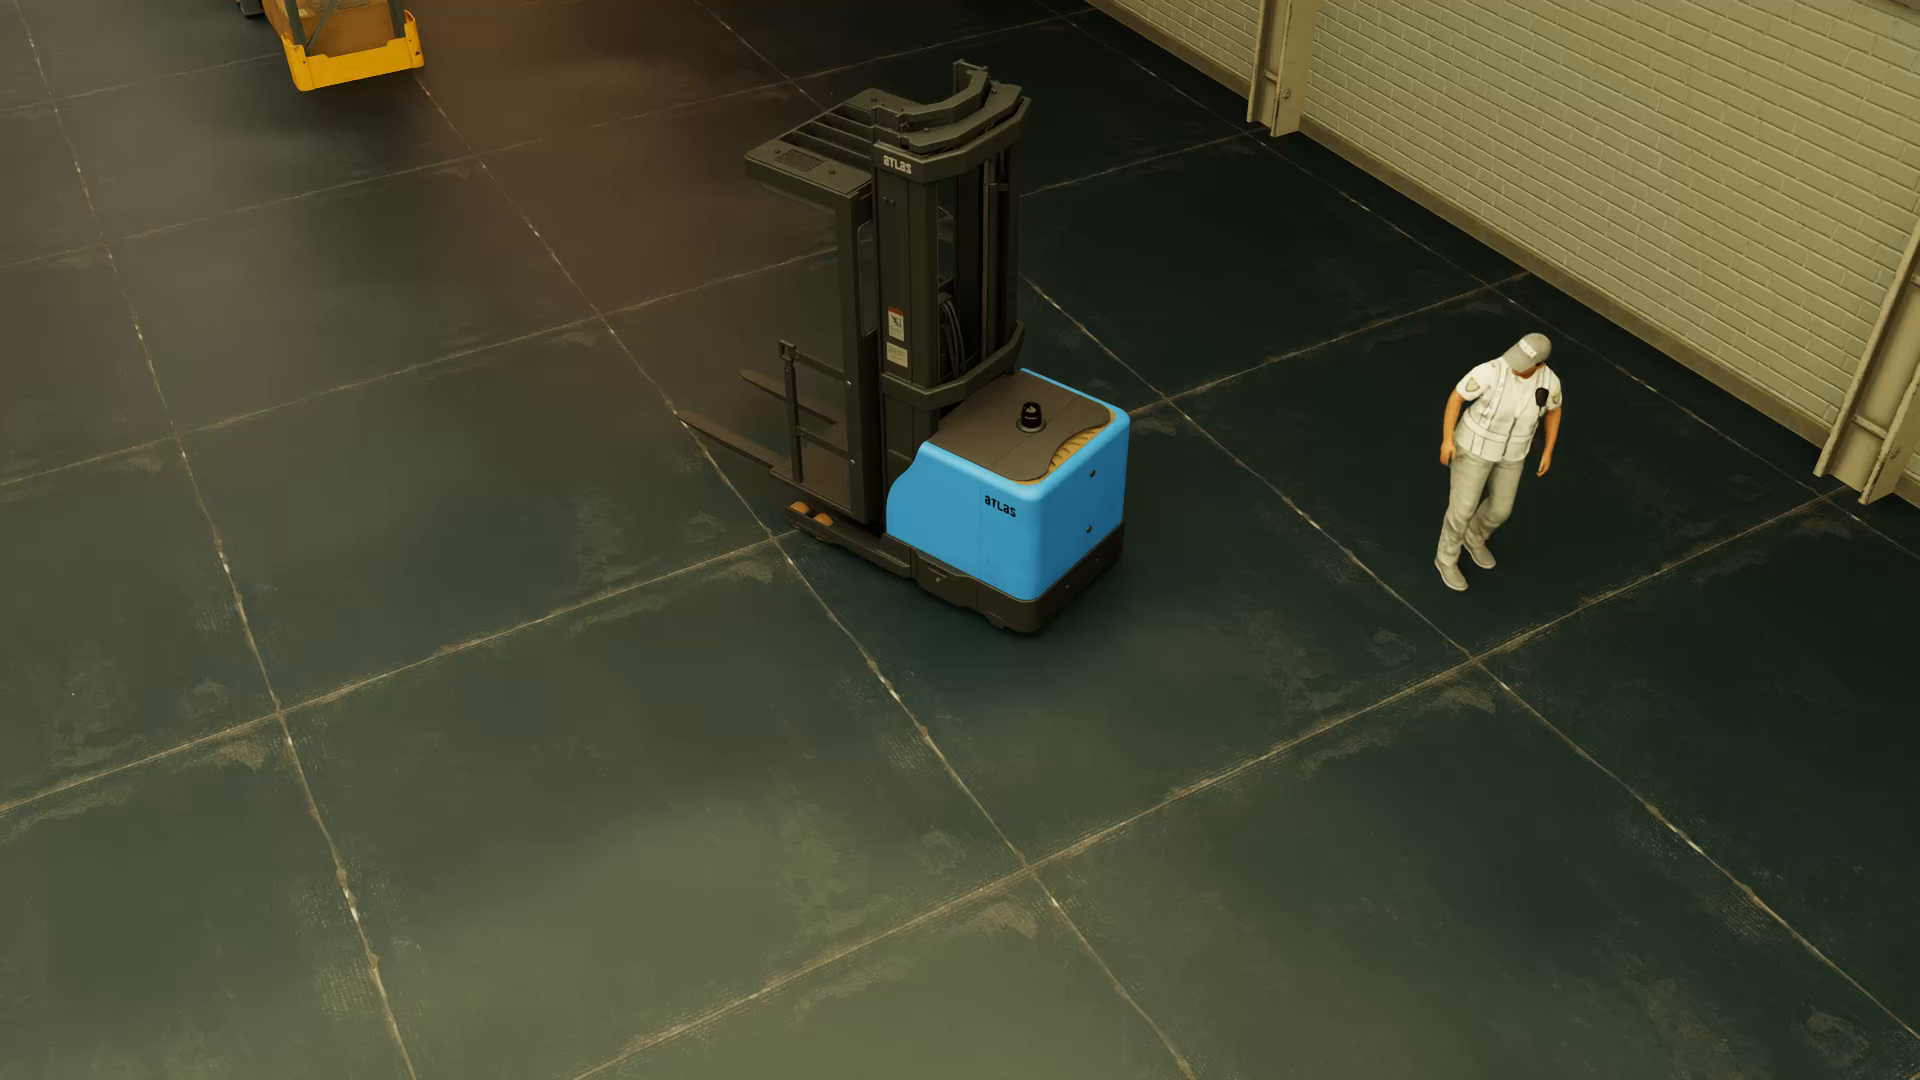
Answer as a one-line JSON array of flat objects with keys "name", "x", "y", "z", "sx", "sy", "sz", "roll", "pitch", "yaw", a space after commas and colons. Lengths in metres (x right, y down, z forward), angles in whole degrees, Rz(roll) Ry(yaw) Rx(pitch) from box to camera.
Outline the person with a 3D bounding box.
[{"name": "person", "x": 3.125, "y": -0.487, "z": 9.633, "sx": 0.685, "sy": 1.648, "sz": 0.508, "roll": -4, "pitch": 40, "yaw": -5}]

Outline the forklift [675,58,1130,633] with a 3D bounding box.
[{"name": "forklift", "x": -0.481, "y": -1.366, "z": 9.683, "sx": 3.031, "sy": 2.935, "sz": 1.130, "roll": 26, "pitch": 46, "yaw": 28}]
